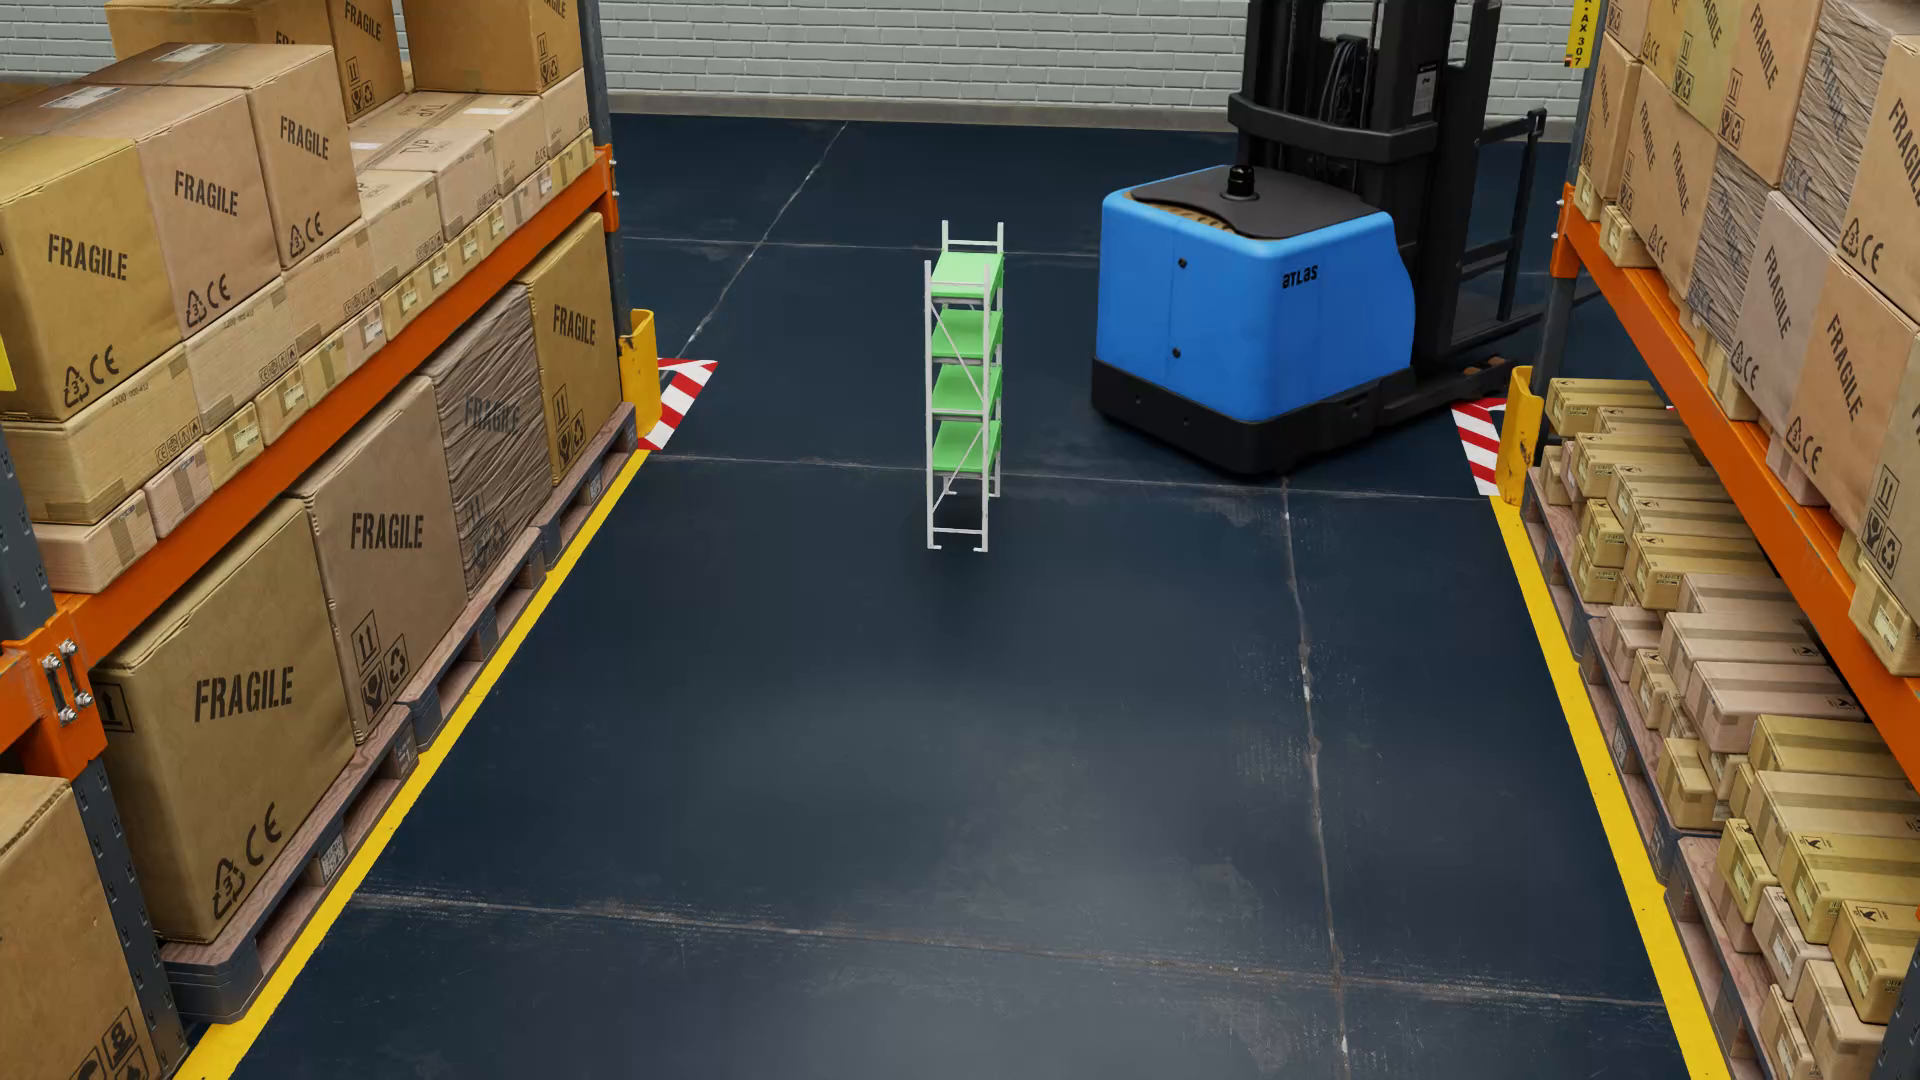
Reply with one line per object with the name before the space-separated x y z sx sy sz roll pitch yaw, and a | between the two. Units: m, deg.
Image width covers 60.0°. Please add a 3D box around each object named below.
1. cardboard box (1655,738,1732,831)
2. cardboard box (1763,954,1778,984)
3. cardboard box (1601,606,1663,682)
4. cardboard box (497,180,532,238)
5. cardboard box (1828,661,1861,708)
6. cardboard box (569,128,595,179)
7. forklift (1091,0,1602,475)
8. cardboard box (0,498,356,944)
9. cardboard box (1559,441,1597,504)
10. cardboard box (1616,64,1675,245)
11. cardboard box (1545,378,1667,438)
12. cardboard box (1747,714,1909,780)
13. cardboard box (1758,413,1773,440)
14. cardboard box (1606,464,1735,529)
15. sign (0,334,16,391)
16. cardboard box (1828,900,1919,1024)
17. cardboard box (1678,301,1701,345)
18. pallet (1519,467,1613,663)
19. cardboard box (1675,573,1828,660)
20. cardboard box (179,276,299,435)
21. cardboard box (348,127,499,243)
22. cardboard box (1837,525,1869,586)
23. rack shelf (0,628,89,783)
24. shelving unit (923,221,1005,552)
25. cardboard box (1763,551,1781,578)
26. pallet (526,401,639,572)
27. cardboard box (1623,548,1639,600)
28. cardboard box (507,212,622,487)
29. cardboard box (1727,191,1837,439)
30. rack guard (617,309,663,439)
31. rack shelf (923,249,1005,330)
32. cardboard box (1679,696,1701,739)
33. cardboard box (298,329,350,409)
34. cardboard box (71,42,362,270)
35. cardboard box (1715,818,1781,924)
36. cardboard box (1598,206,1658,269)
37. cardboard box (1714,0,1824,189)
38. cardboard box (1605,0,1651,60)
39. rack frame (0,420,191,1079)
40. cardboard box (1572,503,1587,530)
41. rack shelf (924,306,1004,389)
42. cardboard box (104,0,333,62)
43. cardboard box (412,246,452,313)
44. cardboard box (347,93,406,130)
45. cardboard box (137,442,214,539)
cardboard box | 2.255 0.715 4.822 0.380 0.149 0.250 3 28 6
cardboard box | 2.243 1.085 4.136 0.380 0.149 0.250 4 29 8
cardboard box | 2.359 0.349 5.502 0.380 0.149 0.250 2 28 4
cardboard box | -1.812 -1.226 6.128 0.380 0.149 0.250 4 29 7
cardboard box | 2.857 0.513 5.198 0.380 0.149 0.250 4 29 8
cardboard box | -1.718 -1.584 6.793 0.380 0.149 0.250 4 29 7
forklift | 2.080 -2.130 7.612 3.031 2.935 1.130 -21 35 -33
cardboard box | -2.331 0.446 4.558 0.875 0.875 0.875 3 28 6
cardboard box | 2.500 -0.249 6.300 0.380 0.149 0.250 3 28 6
cardboard box | 2.539 -1.272 5.530 0.500 0.500 0.500 3 29 6
cardboard box | 2.507 -0.511 6.471 0.380 0.149 0.250 2 28 4
cardboard box | 2.328 0.605 4.401 0.380 0.149 0.250 4 29 8
cardboard box | 2.381 -0.317 4.440 0.380 0.149 0.250 3 28 5
cardboard box | 2.487 -0.141 5.785 0.380 0.149 0.250 2 28 4
sign | -1.952 -0.447 3.280 0.100 0.325 0.005 3 28 6
cardboard box | 2.204 0.963 3.736 0.380 0.149 0.250 4 29 8
cardboard box | 2.456 -0.685 5.125 0.380 0.149 0.250 3 28 5
pallet | 2.765 0.098 6.346 1.003 0.211 1.213 3 28 6
cardboard box | 2.430 0.234 5.089 0.380 0.149 0.250 3 29 6
cardboard box | -2.108 -0.504 4.367 0.500 0.250 0.500 3 28 6
cardboard box | -1.922 -1.225 5.705 0.500 0.250 0.500 2 28 4
cardboard box | 2.237 0.050 3.760 0.380 0.149 0.250 4 29 8
rack shelf | -2.737 1.259 2.009 1.077 0.370 4.000 3 28 6
shelving unit | 0.020 -0.606 6.610 0.258 1.200 0.503 3 28 6
cardboard box | 2.930 0.024 5.793 0.380 0.149 0.250 3 28 6
pallet | -2.022 -0.273 7.035 1.003 0.211 1.213 3 28 6
cardboard box | 2.481 0.116 5.622 0.380 0.149 0.250 2 28 4
cardboard box | -2.000 -0.825 6.917 0.875 0.875 0.875 3 28 6
cardboard box | 2.325 -0.561 4.209 0.500 0.500 0.500 3 28 6
rack guard | -1.998 -0.793 7.694 1.175 0.500 0.348 3 28 6
rack shelf | 0.020 -0.972 6.413 0.258 0.148 0.480 3 28 6
cardboard box | 2.371 0.496 4.917 0.380 0.149 0.250 2 28 4
cardboard box | -2.000 -0.500 4.781 0.380 0.149 0.250 3 28 5
cardboard box | -2.052 -1.081 4.648 0.500 0.500 0.500 2 28 5
cardboard box | 2.178 0.854 4.251 0.380 0.149 0.250 2 28 4
cardboard box | 2.468 -1.056 5.813 0.380 0.149 0.250 3 28 5
cardboard box | 2.390 -1.244 4.423 0.500 0.500 0.500 2 28 5
cardboard box | 2.590 -1.965 5.762 0.500 0.500 0.500 3 28 6
rack frame | -2.492 0.001 3.585 1.000 3.000 0.127 3 28 6
cardboard box | 2.576 -0.120 6.373 0.380 0.149 0.250 3 28 6
rack shelf | 0.020 -0.761 6.527 0.258 0.148 0.480 3 28 6
cardboard box | -2.447 -1.587 5.587 0.500 0.500 0.500 3 28 5
cardboard box | -1.906 -0.865 5.458 0.380 0.149 0.250 4 29 7
cardboard box | -2.385 -1.491 6.200 0.500 0.250 0.500 3 28 6
cardboard box | -2.093 -0.132 4.097 0.380 0.149 0.250 2 28 5
